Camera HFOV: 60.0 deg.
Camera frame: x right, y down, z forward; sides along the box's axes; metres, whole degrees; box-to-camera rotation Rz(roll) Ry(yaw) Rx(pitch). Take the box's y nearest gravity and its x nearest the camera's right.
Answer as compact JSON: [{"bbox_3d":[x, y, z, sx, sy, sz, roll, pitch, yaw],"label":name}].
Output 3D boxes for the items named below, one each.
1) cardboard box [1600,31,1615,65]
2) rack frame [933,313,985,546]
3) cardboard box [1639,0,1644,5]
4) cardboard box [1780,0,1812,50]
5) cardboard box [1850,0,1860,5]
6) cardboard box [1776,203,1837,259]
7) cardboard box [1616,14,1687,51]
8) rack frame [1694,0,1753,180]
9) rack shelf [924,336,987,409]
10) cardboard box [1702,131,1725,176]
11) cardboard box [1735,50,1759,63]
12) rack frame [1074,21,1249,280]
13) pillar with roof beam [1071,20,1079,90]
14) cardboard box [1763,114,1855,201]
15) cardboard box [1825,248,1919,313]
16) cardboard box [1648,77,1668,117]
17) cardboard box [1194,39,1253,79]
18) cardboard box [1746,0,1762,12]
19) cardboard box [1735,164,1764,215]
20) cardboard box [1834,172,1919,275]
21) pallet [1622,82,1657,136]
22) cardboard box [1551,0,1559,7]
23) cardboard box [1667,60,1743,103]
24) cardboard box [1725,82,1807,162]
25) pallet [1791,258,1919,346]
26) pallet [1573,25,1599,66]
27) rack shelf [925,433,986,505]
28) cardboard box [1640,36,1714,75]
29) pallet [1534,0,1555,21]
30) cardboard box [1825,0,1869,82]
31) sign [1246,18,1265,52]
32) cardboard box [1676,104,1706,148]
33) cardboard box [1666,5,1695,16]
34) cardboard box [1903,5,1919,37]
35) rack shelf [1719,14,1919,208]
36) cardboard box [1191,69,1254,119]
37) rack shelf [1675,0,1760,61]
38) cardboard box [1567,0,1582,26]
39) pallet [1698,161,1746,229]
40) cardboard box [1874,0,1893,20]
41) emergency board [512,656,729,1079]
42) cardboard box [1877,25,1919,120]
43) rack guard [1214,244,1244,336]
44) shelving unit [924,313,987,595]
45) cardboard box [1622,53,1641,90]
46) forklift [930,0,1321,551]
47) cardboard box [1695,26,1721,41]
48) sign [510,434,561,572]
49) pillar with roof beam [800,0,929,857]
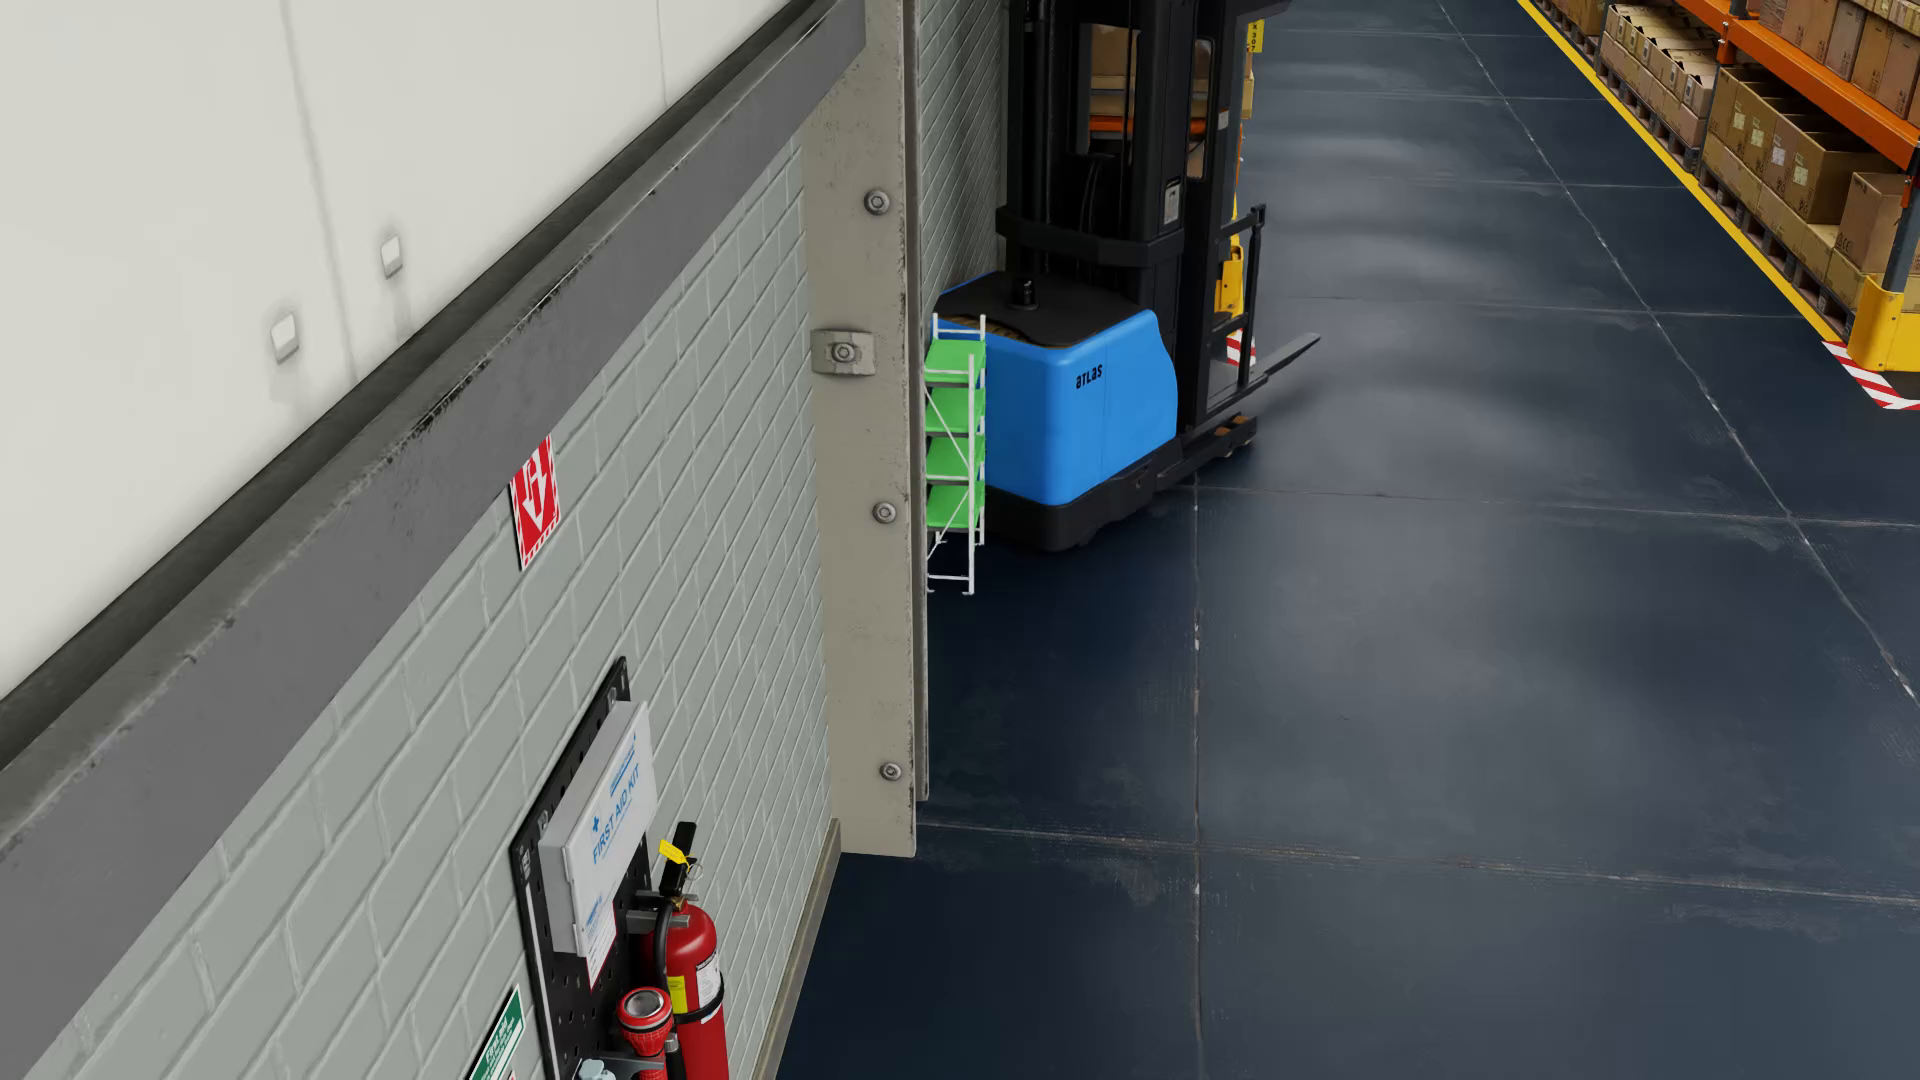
[{"bbox_3d":[6.752,-4.929,16.693,0.500,0.250,0.500,3,28,6],"label":"cardboard box"},{"bbox_3d":[-0.003,-0.510,7.931,0.240,1.200,0.015,3,28,6],"label":"rack frame"},{"bbox_3d":[7.506,-5.722,17.880,0.500,0.500,0.500,2,28,4],"label":"cardboard box"},{"bbox_3d":[6.511,-3.887,12.198,0.700,0.500,0.500,3,28,6],"label":"cardboard box"},{"bbox_3d":[6.173,-3.669,11.109,0.380,0.149,0.250,3,28,5],"label":"cardboard box"},{"bbox_3d":[6.009,-2.134,11.505,0.500,0.250,0.500,3,28,6],"label":"cardboard box"},{"bbox_3d":[6.696,-4.928,16.100,0.500,0.311,0.500,3,28,5],"label":"cardboard box"},{"bbox_3d":[6.618,-4.301,13.071,1.000,3.000,0.127,3,28,6],"label":"rack frame"},{"bbox_3d":[-0.032,-0.762,7.521,0.258,0.148,0.480,3,28,6],"label":"rack shelf"},{"bbox_3d":[6.260,-3.075,13.251,0.500,0.250,0.500,3,28,6],"label":"cardboard box"},{"bbox_3d":[7.044,-4.182,14.714,0.500,0.311,0.500,2,28,5],"label":"cardboard box"},{"bbox_3d":[1.211,-2.705,10.107,1.000,3.000,0.127,3,28,6],"label":"rack frame"},{"bbox_3d":[5.446,-8.299,14.168,9.100,9.000,0.400,3,28,6],"label":"pillar with roof beam"},{"bbox_3d":[6.068,-2.699,11.764,0.500,0.500,0.500,3,28,6],"label":"cardboard box"},{"bbox_3d":[5.900,-1.662,10.629,0.500,0.250,0.500,3,28,6],"label":"cardboard box"},{"bbox_3d":[6.507,-3.966,14.906,0.500,0.250,0.500,4,29,7],"label":"cardboard box"},{"bbox_3d":[1.567,-3.185,10.345,0.500,0.500,0.500,3,28,6],"label":"cardboard box"},{"bbox_3d":[6.635,-4.470,13.542,0.500,0.250,0.500,5,29,9],"label":"cardboard box"},{"bbox_3d":[6.127,-2.605,12.379,0.500,0.250,0.500,3,28,6],"label":"cardboard box"},{"bbox_3d":[5.898,-1.993,10.452,0.500,0.500,0.500,3,28,6],"label":"cardboard box"},{"bbox_3d":[6.816,-3.999,15.450,1.003,0.211,1.213,3,28,6],"label":"pallet"},{"bbox_3d":[7.174,-6.460,19.250,0.500,0.500,0.500,4,29,7],"label":"cardboard box"},{"bbox_3d":[6.440,-3.975,14.331,0.500,0.311,0.500,4,29,8],"label":"cardboard box"},{"bbox_3d":[6.197,-3.170,12.637,0.500,0.500,0.500,3,28,6],"label":"cardboard box"},{"bbox_3d":[6.180,-1.553,10.910,1.003,0.211,1.213,3,28,6],"label":"pallet"},{"bbox_3d":[7.237,-5.306,17.876,1.003,0.211,1.213,3,28,6],"label":"pallet"},{"bbox_3d":[-0.030,-0.339,7.748,0.258,0.148,0.480,3,28,6],"label":"rack shelf"},{"bbox_3d":[6.569,-4.446,15.205,0.500,0.311,0.500,3,28,6],"label":"cardboard box"},{"bbox_3d":[7.536,-6.454,20.008,1.003,0.211,1.213,3,28,6],"label":"pallet"},{"bbox_3d":[6.384,-3.410,11.312,0.700,0.500,0.500,4,29,8],"label":"cardboard box"},{"bbox_3d":[1.749,-3.054,9.844,0.100,0.325,0.005,3,28,6],"label":"sign"},{"bbox_3d":[6.381,-3.488,14.017,0.500,0.250,0.500,3,28,6],"label":"cardboard box"},{"bbox_3d":[7.288,-5.144,16.502,0.500,0.311,0.500,4,29,8],"label":"cardboard box"},{"bbox_3d":[6.047,-3.183,10.205,0.380,0.149,0.250,3,28,5],"label":"cardboard box"},{"bbox_3d":[6.373,-3.043,11.494,1.077,0.370,4.000,3,28,6],"label":"rack shelf"},{"bbox_3d":[1.586,-2.859,10.530,0.500,0.250,0.500,3,28,5],"label":"cardboard box"},{"bbox_3d":[6.863,-4.926,14.989,1.077,0.370,4.000,3,28,6],"label":"rack shelf"},{"bbox_3d":[7.053,-5.975,18.349,0.500,0.500,0.500,2,28,4],"label":"cardboard box"},{"bbox_3d":[6.479,-2.702,13.042,1.003,0.211,1.213,3,28,6],"label":"pallet"},{"bbox_3d":[6.112,-3.424,10.655,0.380,0.149,0.250,4,29,8],"label":"cardboard box"},{"bbox_3d":[-0.638,0.901,3.415,0.194,1.169,0.643,3,28,6],"label":"emergency board"},{"bbox_3d":[6.257,-2.929,10.418,0.700,0.500,0.500,4,29,8],"label":"cardboard box"},{"bbox_3d":[1.220,-1.640,10.767,1.175,0.500,0.348,3,28,6],"label":"rack guard"},{"bbox_3d":[-0.031,-0.395,7.718,0.258,1.200,0.503,3,28,6],"label":"shelving unit"},{"bbox_3d":[6.634,-4.447,15.799,0.500,0.250,0.500,3,28,5],"label":"cardboard box"},{"bbox_3d":[0.992,-1.870,8.631,1.130,2.935,3.031,20,34,33],"label":"forklift"},{"bbox_3d":[7.166,-4.662,15.606,0.500,0.311,0.500,3,28,6],"label":"cardboard box"},{"bbox_3d":[-0.738,-0.121,2.869,0.001,0.298,0.199,3,28,6],"label":"sign"},{"bbox_3d":[3.975,-2.651,3.683,9.100,9.000,0.400,3,28,6],"label":"pillar with roof beam"}]
